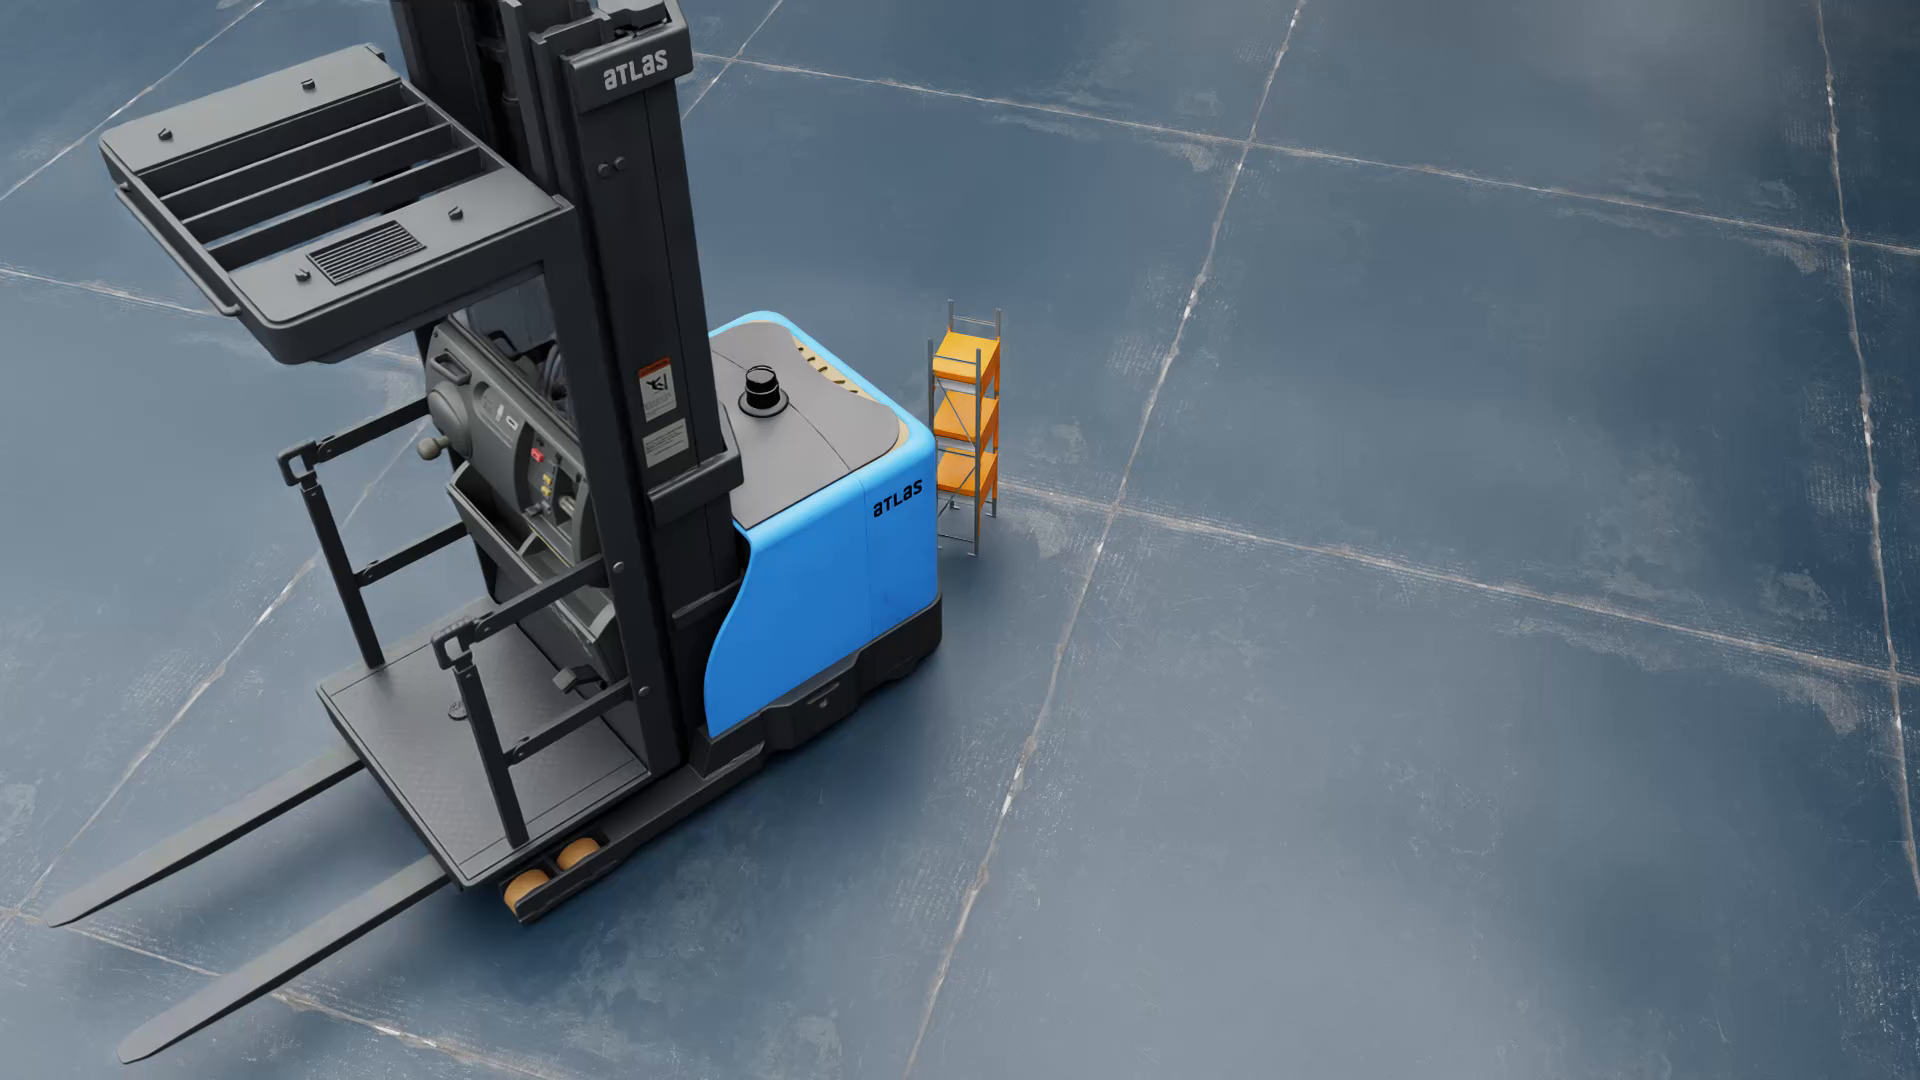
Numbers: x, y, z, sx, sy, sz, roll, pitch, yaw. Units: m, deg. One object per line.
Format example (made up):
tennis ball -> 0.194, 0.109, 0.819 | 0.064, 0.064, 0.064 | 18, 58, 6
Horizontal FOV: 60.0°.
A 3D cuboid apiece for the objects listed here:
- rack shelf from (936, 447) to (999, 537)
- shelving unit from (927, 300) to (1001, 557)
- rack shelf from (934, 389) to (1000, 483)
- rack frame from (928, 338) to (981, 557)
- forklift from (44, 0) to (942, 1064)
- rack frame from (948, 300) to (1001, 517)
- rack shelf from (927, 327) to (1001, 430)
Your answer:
rack shelf -> 0.016, -0.205, 6.621 | 0.215, 0.259, 0.240 | 13, 46, 12
shelving unit -> 0.016, -0.411, 6.419 | 0.215, 1.050, 0.252 | 13, 46, 12
rack shelf -> 0.016, -0.403, 6.427 | 0.215, 0.259, 0.240 | 13, 46, 12
rack frame -> -0.021, -0.330, 6.336 | 0.200, 1.050, 0.008 | 13, 46, 12
forklift -> -1.515, -0.220, 4.879 | 3.031, 2.935, 1.130 | -31, 52, -28
rack frame -> 0.053, -0.492, 6.502 | 0.200, 1.050, 0.008 | 13, 46, 12
rack shelf -> 0.016, -0.606, 6.228 | 0.215, 0.259, 0.240 | 13, 46, 12
